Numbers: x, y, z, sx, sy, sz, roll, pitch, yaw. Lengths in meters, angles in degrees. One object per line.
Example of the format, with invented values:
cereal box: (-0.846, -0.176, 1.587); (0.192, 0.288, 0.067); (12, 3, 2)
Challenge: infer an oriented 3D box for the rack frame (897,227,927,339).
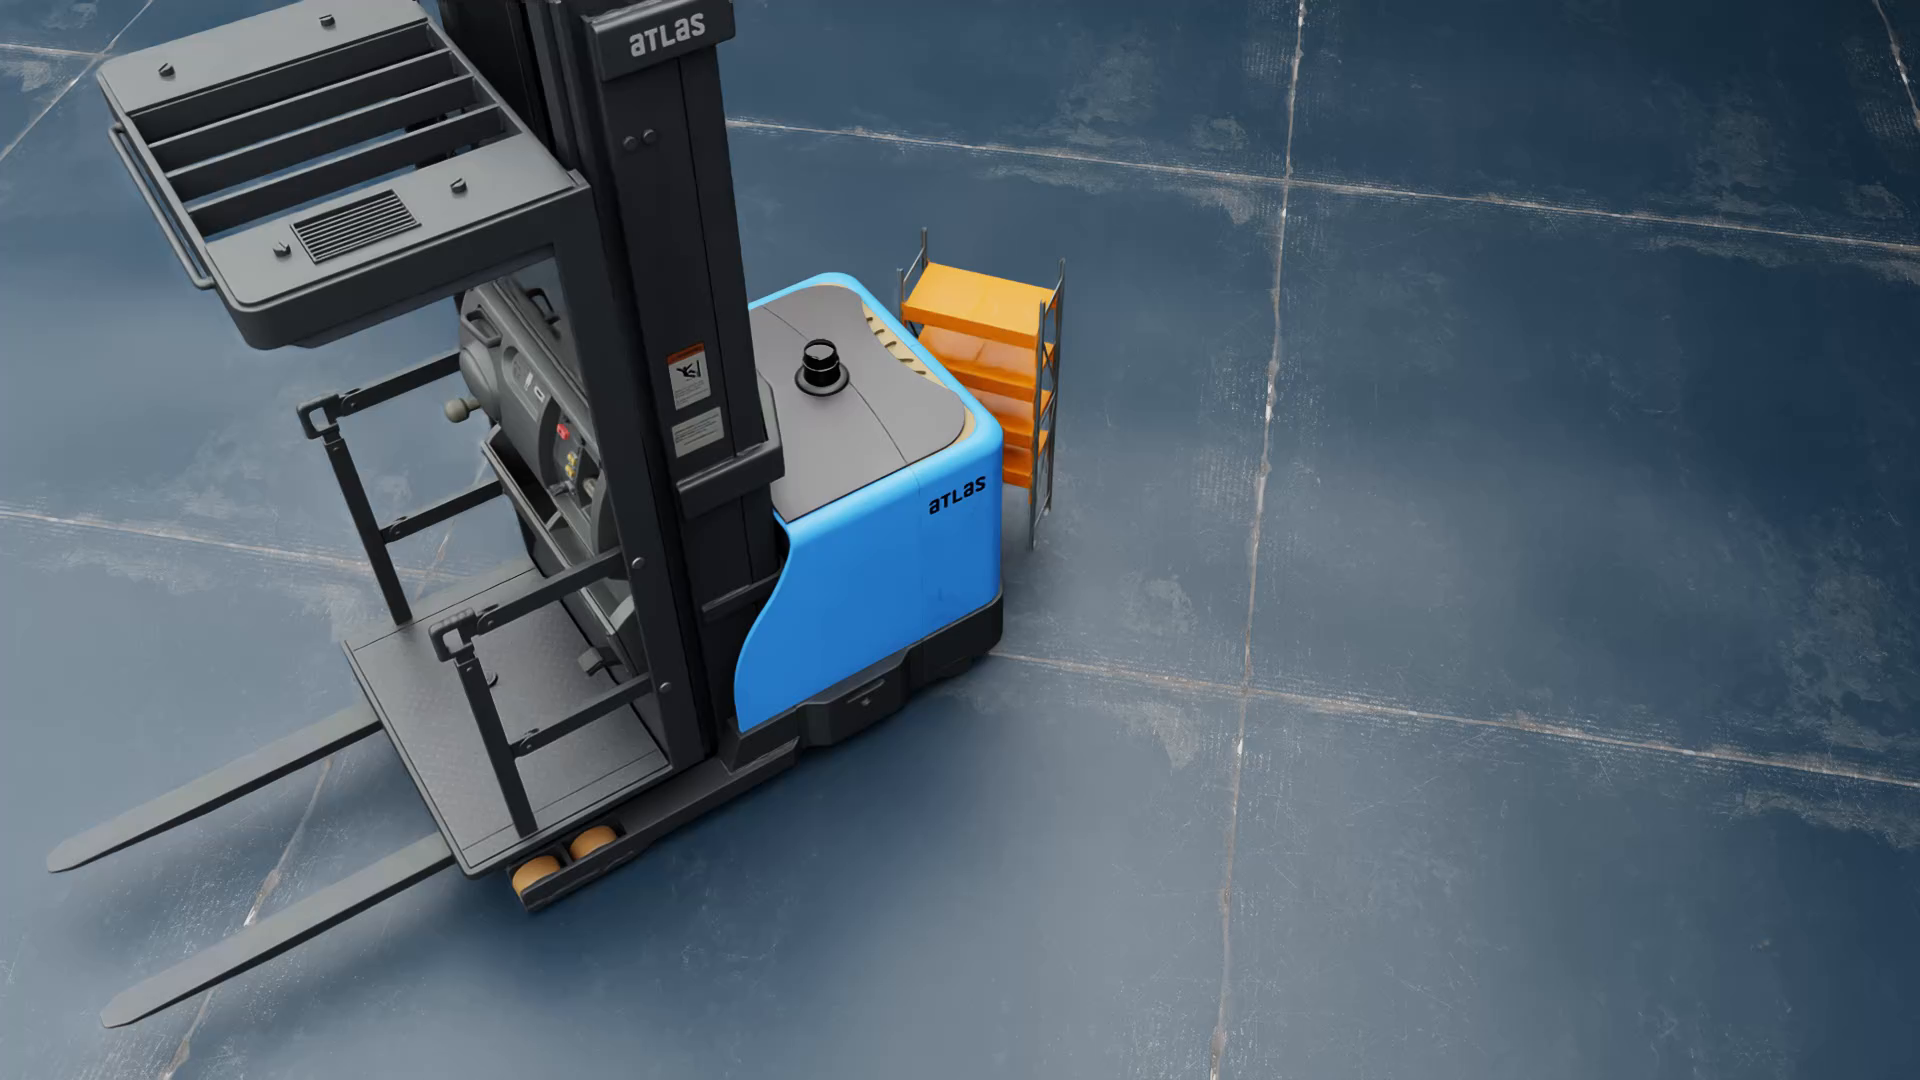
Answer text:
rack frame: (-0.158, -0.563, 5.950); (0.015, 1.200, 0.240); (15, 50, 13)

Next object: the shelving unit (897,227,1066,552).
shelving unit: (0.072, -0.503, 5.895); (0.503, 1.200, 0.258); (15, 50, 13)

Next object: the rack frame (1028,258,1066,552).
rack frame: (0.301, -0.442, 5.840); (0.015, 1.200, 0.240); (15, 50, 13)

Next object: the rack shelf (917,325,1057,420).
rack shelf: (0.072, -0.607, 5.779); (0.480, 0.148, 0.258); (15, 50, 13)

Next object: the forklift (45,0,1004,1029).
forklift: (-1.356, -0.284, 4.535); (3.031, 2.935, 1.130); (-27, 53, -22)

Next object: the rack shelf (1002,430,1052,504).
rack shelf: (0.072, -0.325, 6.093); (0.480, 0.148, 0.258); (15, 50, 13)

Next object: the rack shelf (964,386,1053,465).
rack shelf: (0.072, -0.458, 5.945); (0.480, 0.148, 0.258); (15, 50, 13)

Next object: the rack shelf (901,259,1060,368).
rack shelf: (0.072, -0.765, 5.603); (0.480, 0.148, 0.258); (15, 50, 13)
